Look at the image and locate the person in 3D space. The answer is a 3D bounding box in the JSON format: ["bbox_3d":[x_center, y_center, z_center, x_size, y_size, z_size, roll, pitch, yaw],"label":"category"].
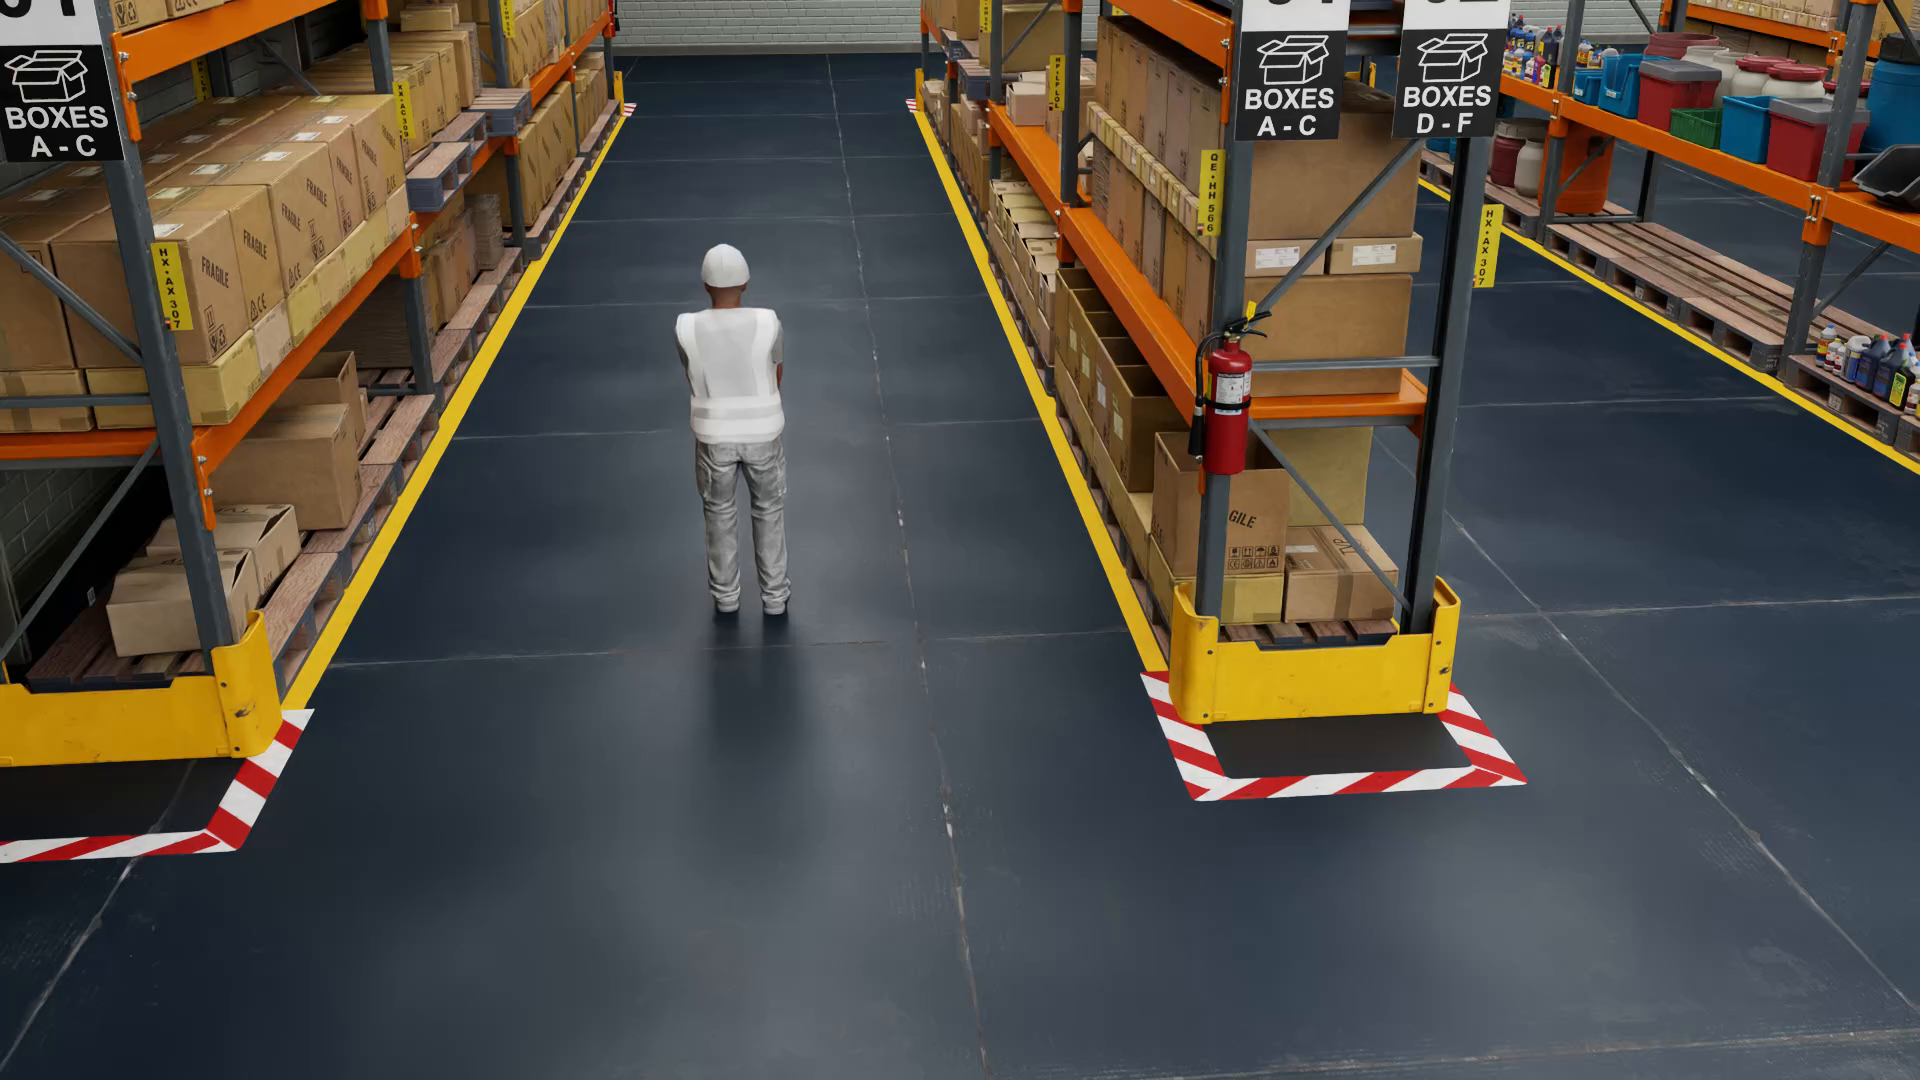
[{"bbox_3d":[-1.051,-0.528,7.792,0.488,1.778,0.572,-2,24,-4],"label":"person"}]
